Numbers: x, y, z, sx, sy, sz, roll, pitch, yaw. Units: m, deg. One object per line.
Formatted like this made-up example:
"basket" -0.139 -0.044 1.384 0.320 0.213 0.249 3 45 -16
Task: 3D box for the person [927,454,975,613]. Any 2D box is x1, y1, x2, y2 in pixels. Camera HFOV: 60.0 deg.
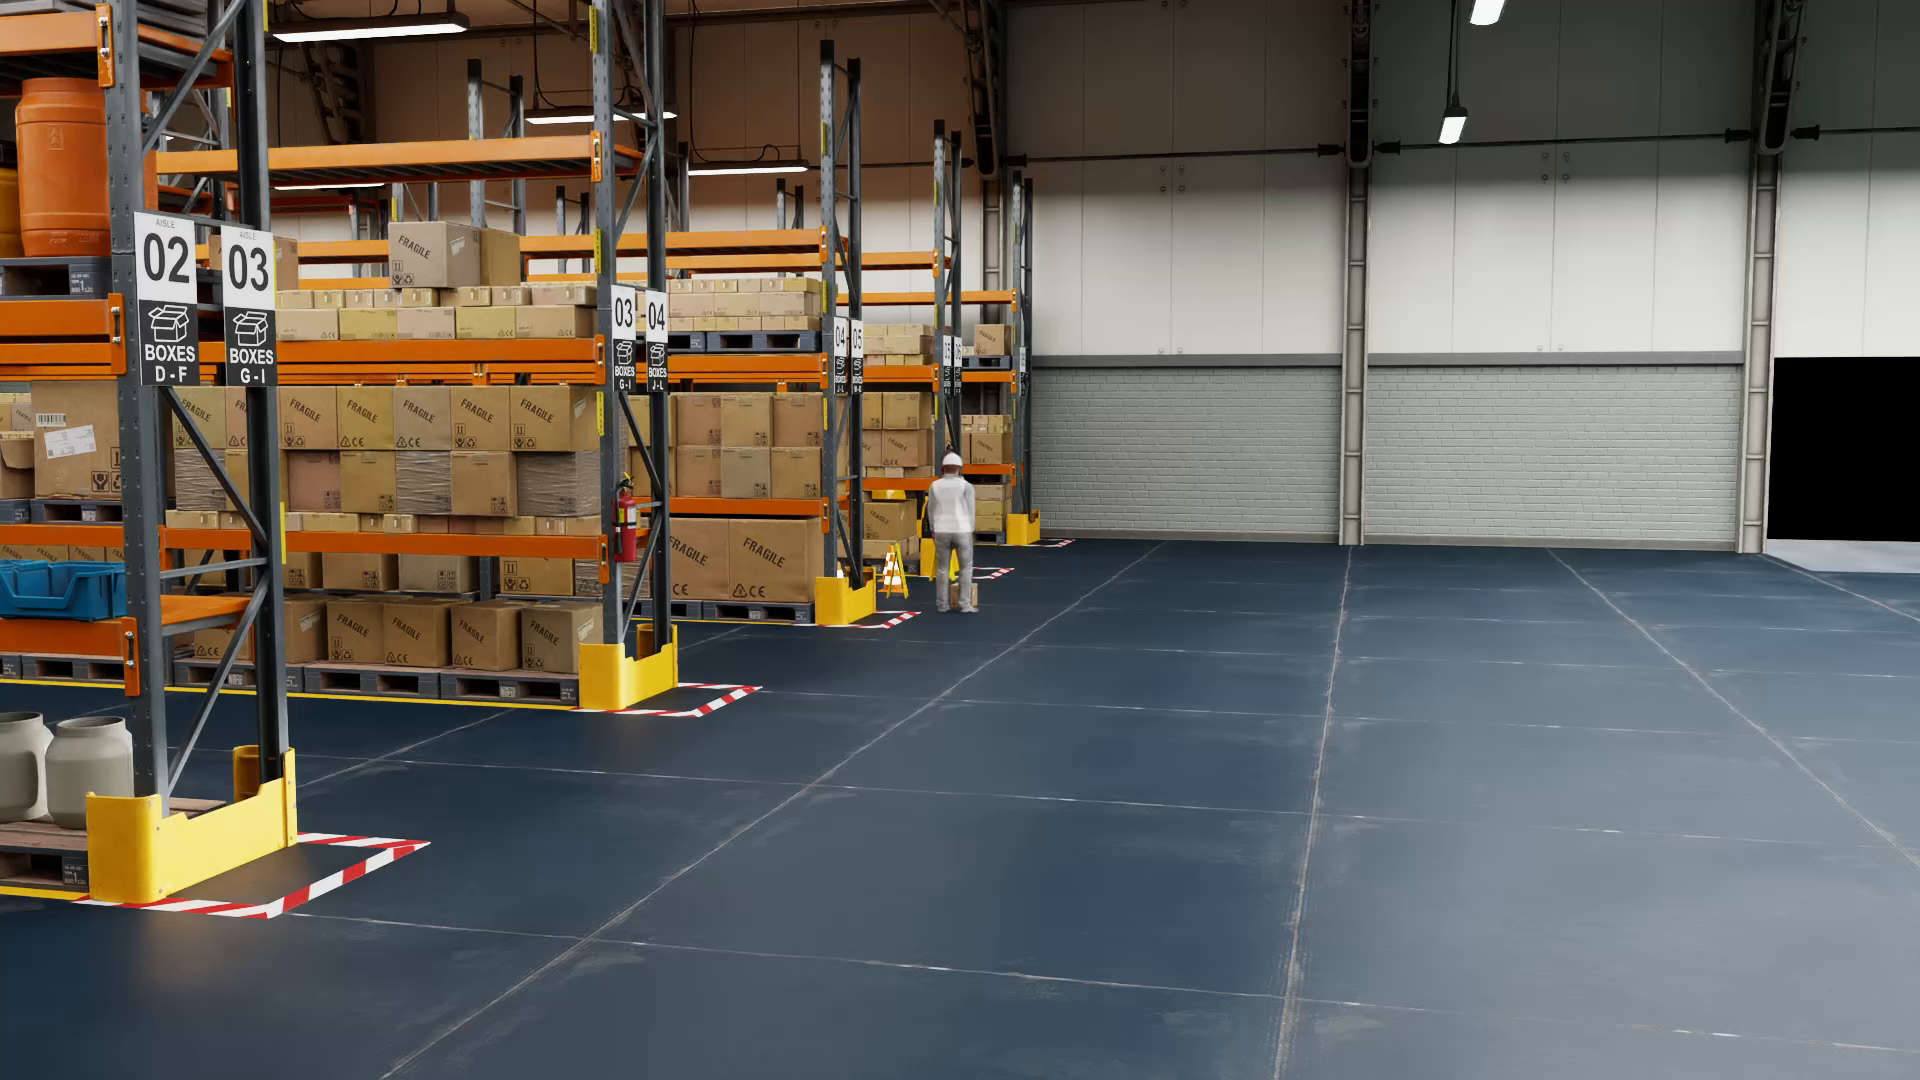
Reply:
"person" -0.092 -0.077 18.428 0.540 1.757 0.389 1 5 15
